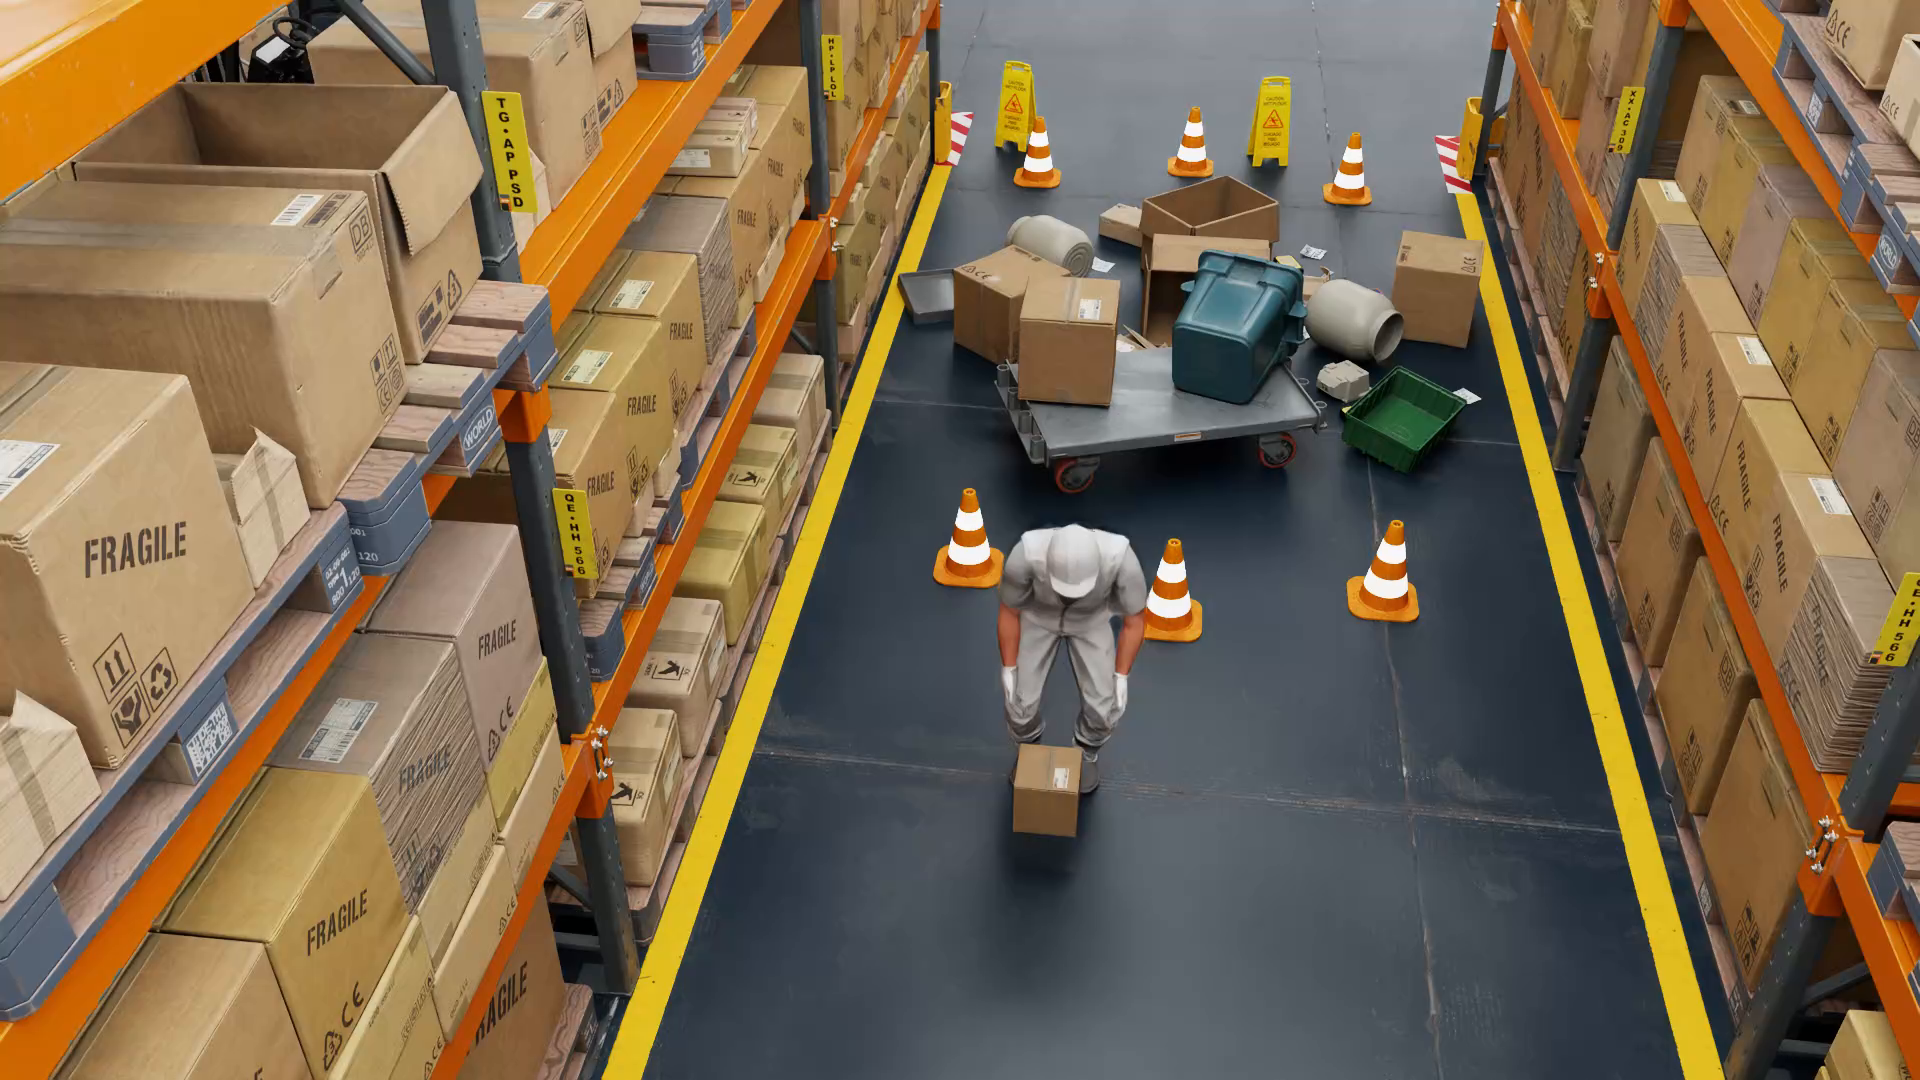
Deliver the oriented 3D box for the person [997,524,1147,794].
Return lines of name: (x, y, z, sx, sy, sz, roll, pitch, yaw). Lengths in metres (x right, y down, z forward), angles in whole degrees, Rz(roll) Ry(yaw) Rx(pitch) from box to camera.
person: (0.447, 0.426, 6.701, 0.582, 1.472, 0.730, 4, 36, 6)
